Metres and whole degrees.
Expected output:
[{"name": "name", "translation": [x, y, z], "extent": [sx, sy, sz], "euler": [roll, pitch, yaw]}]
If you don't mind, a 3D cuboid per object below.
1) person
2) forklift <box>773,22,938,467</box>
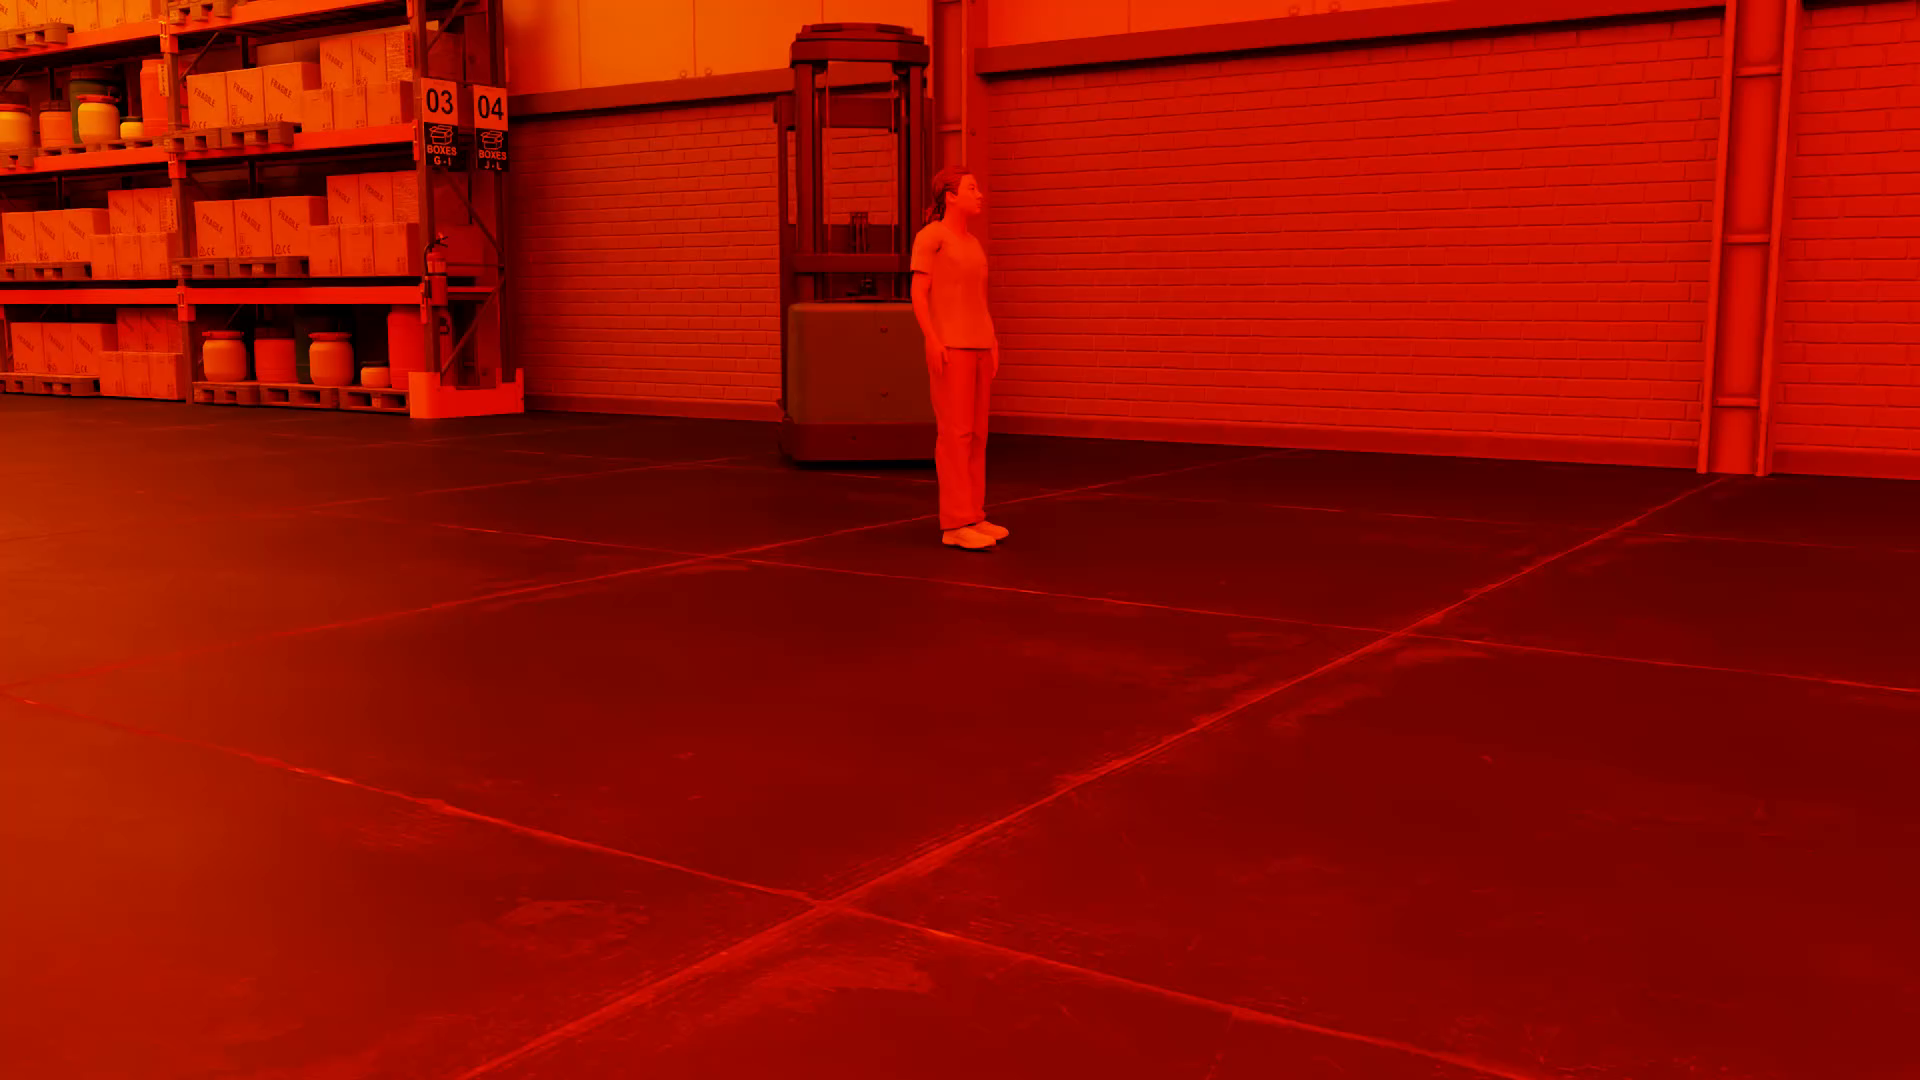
[{"name": "person", "translation": [0.054, -0.825, 7.435], "extent": [0.549, 1.665, 0.553], "euler": [5, 10, 34]}, {"name": "forklift", "translation": [-0.771, -2.104, 11.991], "extent": [1.130, 2.935, 3.031], "euler": [-1, 8, -9]}]
